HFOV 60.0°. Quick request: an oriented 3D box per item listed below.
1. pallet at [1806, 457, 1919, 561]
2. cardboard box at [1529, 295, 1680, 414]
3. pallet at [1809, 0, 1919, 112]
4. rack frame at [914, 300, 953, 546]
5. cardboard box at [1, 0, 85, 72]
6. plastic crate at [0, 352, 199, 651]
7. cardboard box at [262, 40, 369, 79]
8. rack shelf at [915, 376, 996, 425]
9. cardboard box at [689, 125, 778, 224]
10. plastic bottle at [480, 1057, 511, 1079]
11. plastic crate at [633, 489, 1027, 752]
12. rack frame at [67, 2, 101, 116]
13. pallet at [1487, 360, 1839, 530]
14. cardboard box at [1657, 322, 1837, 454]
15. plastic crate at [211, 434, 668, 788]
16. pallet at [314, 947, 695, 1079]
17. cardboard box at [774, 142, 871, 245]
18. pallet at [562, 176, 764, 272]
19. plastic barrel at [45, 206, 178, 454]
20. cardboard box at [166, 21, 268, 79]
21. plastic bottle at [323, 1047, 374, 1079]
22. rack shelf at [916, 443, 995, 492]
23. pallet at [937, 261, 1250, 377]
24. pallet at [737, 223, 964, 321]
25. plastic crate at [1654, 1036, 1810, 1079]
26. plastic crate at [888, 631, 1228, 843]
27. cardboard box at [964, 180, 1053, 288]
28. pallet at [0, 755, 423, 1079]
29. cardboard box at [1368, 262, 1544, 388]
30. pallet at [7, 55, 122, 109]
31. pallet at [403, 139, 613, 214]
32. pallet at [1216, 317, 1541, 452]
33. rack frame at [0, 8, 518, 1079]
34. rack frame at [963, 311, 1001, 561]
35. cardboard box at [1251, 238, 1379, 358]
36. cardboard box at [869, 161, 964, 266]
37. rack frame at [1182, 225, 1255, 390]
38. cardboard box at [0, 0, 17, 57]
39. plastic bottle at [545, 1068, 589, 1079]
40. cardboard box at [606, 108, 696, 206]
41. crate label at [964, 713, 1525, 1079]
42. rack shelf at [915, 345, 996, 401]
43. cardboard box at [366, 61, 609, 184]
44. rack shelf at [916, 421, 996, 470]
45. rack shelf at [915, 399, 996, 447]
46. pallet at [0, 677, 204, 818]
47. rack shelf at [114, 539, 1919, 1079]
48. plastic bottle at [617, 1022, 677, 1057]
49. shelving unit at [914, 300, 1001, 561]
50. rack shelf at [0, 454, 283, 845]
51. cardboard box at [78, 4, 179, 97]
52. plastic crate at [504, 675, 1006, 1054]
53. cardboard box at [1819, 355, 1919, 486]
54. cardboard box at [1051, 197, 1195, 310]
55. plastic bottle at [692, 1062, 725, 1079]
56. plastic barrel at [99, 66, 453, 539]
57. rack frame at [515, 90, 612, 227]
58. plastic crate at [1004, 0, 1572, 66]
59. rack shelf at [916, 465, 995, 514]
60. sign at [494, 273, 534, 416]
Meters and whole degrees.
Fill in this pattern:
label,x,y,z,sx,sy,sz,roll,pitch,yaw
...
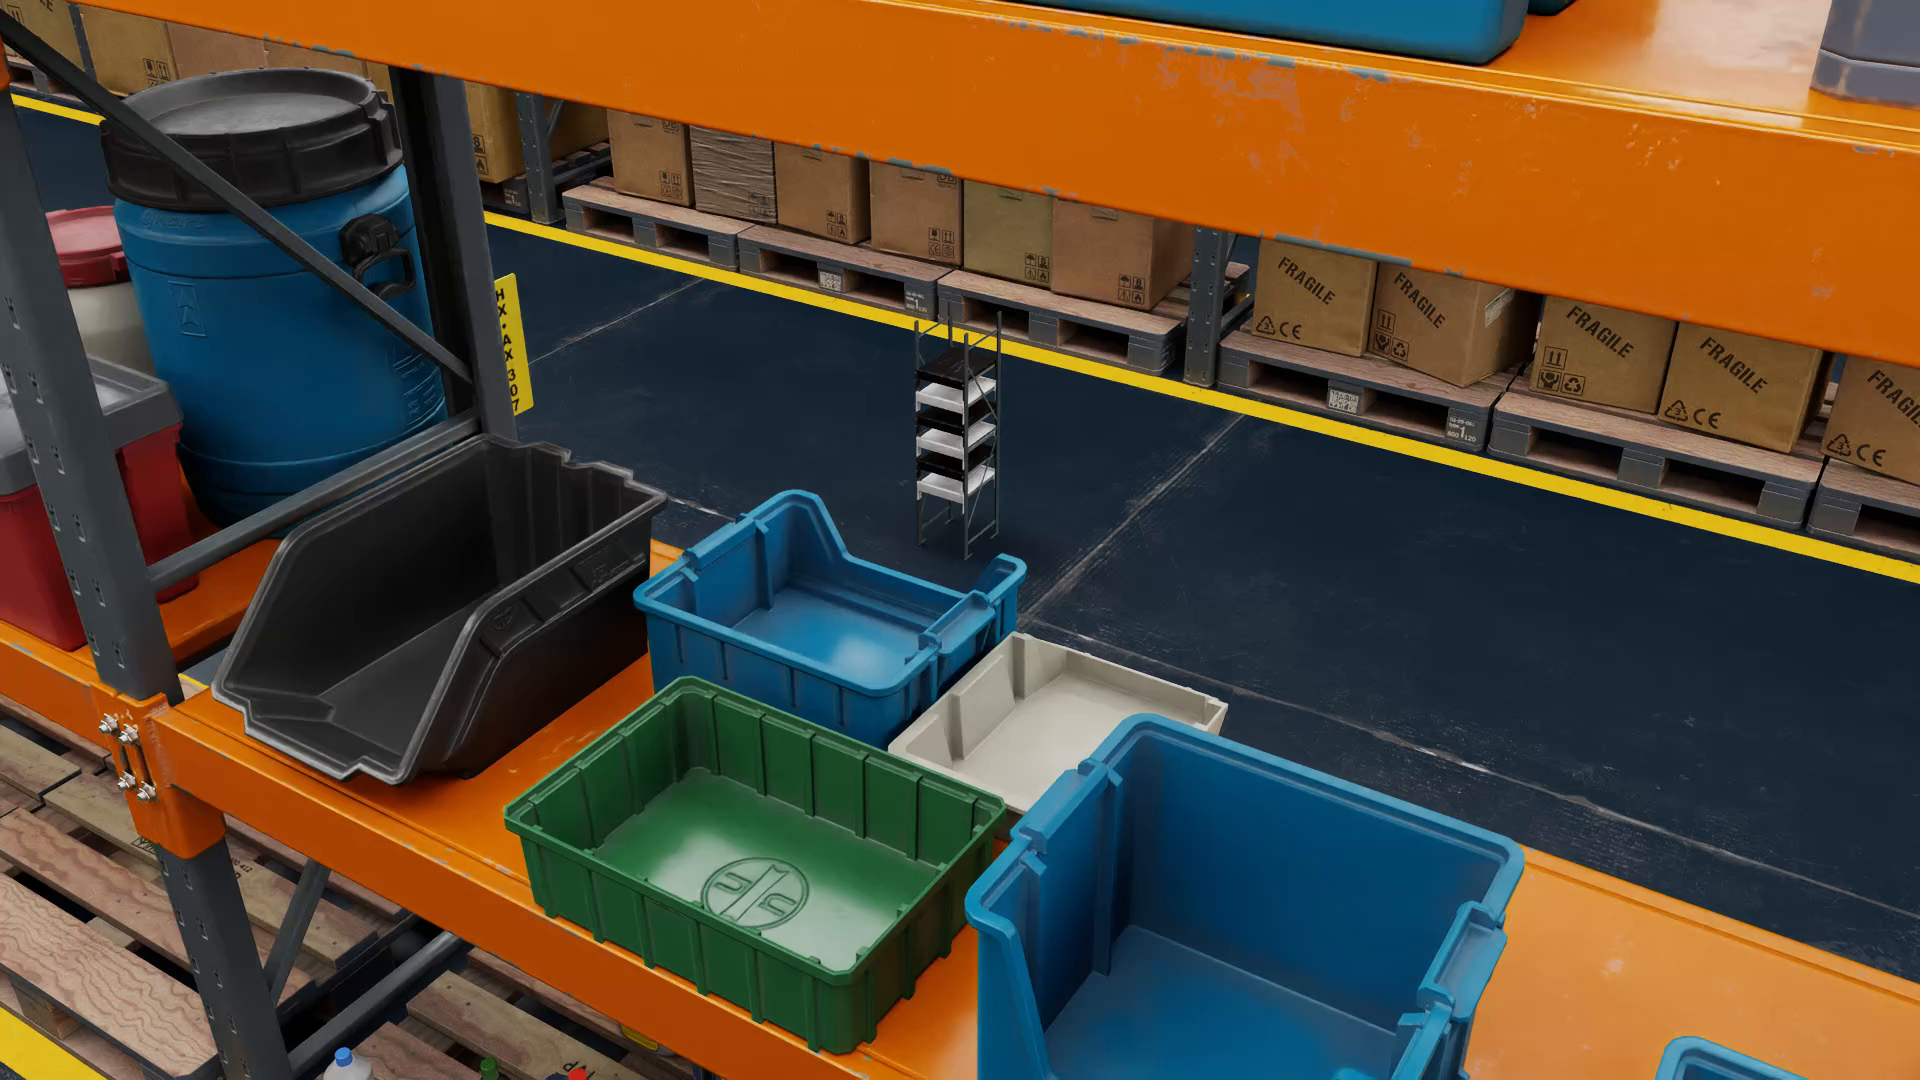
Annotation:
label,x,y,z,sx,sy,sz,roll,pitch,yaw
pallet,3.969,-0.170,6.332,1.213,0.211,1.003,18,35,27
cardboard box,2.689,-0.888,6.859,0.500,0.500,0.500,14,33,23
pallet,1.421,-0.485,1.315,1.213,0.211,1.003,18,35,27
rack frame,-0.093,-0.418,6.074,0.006,0.900,0.240,18,35,27
cardboard box,-5.977,-3.811,11.497,0.875,0.875,0.875,18,35,27
plastic crate,-1.891,-0.106,3.391,0.583,0.464,0.402,18,35,27
cardboard box,-3.397,-2.964,10.046,0.875,0.875,1.225,18,35,27
rack shelf,-0.007,-0.518,5.953,0.200,0.077,0.258,18,35,27
cardboard box,-1.018,-2.061,8.850,0.500,0.500,0.700,15,33,23
plastic bottle,-0.937,1.206,3.465,0.133,0.283,0.061,18,35,27
plastic crate,-0.237,0.166,3.137,0.616,0.251,0.499,18,35,27
rack frame,-5.461,-4.336,10.706,0.127,3.000,1.000,18,35,27
pallet,2.940,-0.497,6.893,1.213,0.211,1.003,18,35,27
cardboard box,3.138,-0.719,6.570,0.500,0.500,0.500,21,36,32
plastic crate,-0.942,0.142,3.091,0.504,0.338,0.767,18,35,27
pallet,-0.772,1.323,3.773,1.213,0.211,1.003,18,35,27
cardboard box,-0.534,-1.912,8.595,0.500,0.500,0.700,21,36,31
pallet,-1.412,-1.850,9.212,1.213,0.211,1.003,18,35,27
plastic barrel,-2.012,-0.488,3.975,0.433,0.535,0.433,0,30,0
cardboard box,-4.151,-3.198,10.447,0.875,0.875,1.225,16,34,26
plastic bottle,-1.281,1.182,3.519,0.097,0.271,0.097,0,30,0
rack shelf,-0.007,-0.284,6.089,0.200,0.077,0.258,18,35,27
pallet,0.655,-1.197,8.092,1.213,0.211,1.003,18,35,27
pallet,-0.383,-1.523,8.651,1.213,0.211,1.003,18,35,27
plastic crate,0.940,0.874,1.923,0.408,0.251,0.499,18,35,27
plastic crate,0.192,0.362,2.915,0.437,0.136,0.530,18,35,27
cardboard box,0.412,-1.613,8.082,0.500,0.500,0.700,17,34,27
pallet,-2.004,0.931,4.444,1.213,0.211,1.003,18,35,27
cardboard box,2.122,-1.020,7.086,0.500,0.500,0.500,-23,37,-33
pallet,-6.063,-3.369,11.815,1.213,0.211,1.003,18,35,27
pallet,-2.701,-2.304,9.989,1.213,0.211,1.003,18,35,27
pallet,1.902,-0.824,7.453,1.213,0.211,1.003,18,35,27
rack frame,-1.318,-0.079,3.409,0.127,3.000,1.000,18,35,27
rack frame,0.079,-0.364,5.980,0.006,0.900,0.240,18,35,27
cardboard box,1.632,-1.171,7.344,0.500,0.500,0.500,16,34,26
cardboard box,-0.062,-1.763,8.339,0.500,0.500,0.700,14,33,23
rack frame,1.315,-2.193,7.032,0.127,3.000,1.000,18,35,27
cardboard box,-6.740,-4.052,11.911,0.875,0.875,0.875,18,35,27
plastic bottle,-0.779,1.207,3.397,0.185,0.351,0.144,18,35,27
cardboard box,-1.495,-2.204,9.095,0.500,0.500,0.700,16,34,25
crate label,0.367,0.599,2.211,0.616,0.435,0.502,18,35,27
rack shelf,-0.007,-0.595,5.908,0.200,0.077,0.258,18,35,27
cardboard box,-2.646,-2.722,9.631,0.875,0.875,1.225,16,34,25
rack shelf,-0.007,-0.362,6.044,0.200,0.077,0.258,18,35,27
rack shelf,-0.007,-0.440,5.998,0.200,0.077,0.258,18,35,27
pallet,-3.042,0.605,5.003,1.213,0.211,1.003,18,35,27
rack shelf,0.376,0.767,2.672,4.000,0.370,1.077,18,35,27
plastic bottle,-0.696,0.986,3.775,0.185,0.351,0.144,18,35,27
shelving unit,-0.007,-0.391,6.027,0.210,0.900,0.258,18,35,27
rack shelf,-3.012,-0.304,4.509,4.000,0.370,1.077,18,35,27
cardboard box,-4.908,-3.437,10.856,0.875,0.875,1.225,18,35,27
plastic crate,-0.319,0.496,2.633,0.662,0.188,0.450,18,35,27
cardboard box,3.658,-0.543,6.268,0.500,0.500,0.500,-25,38,-36
cardboard box,0.806,-1.477,7.849,0.500,0.500,0.700,15,33,24
plastic bottle,-0.515,1.078,3.692,0.135,0.276,0.152,18,35,27
plastic barrel,-1.484,-0.528,3.682,0.708,0.901,0.600,18,35,27
rack frame,-2.073,-3.265,8.869,0.127,3.000,1.000,18,35,27
plastic crate,0.294,-0.679,1.476,0.575,0.384,0.392,18,35,27
rack shelf,-0.007,-0.207,6.134,0.200,0.077,0.258,18,35,27
sign,-1.016,-0.431,3.737,0.005,0.325,0.100,18,35,27
